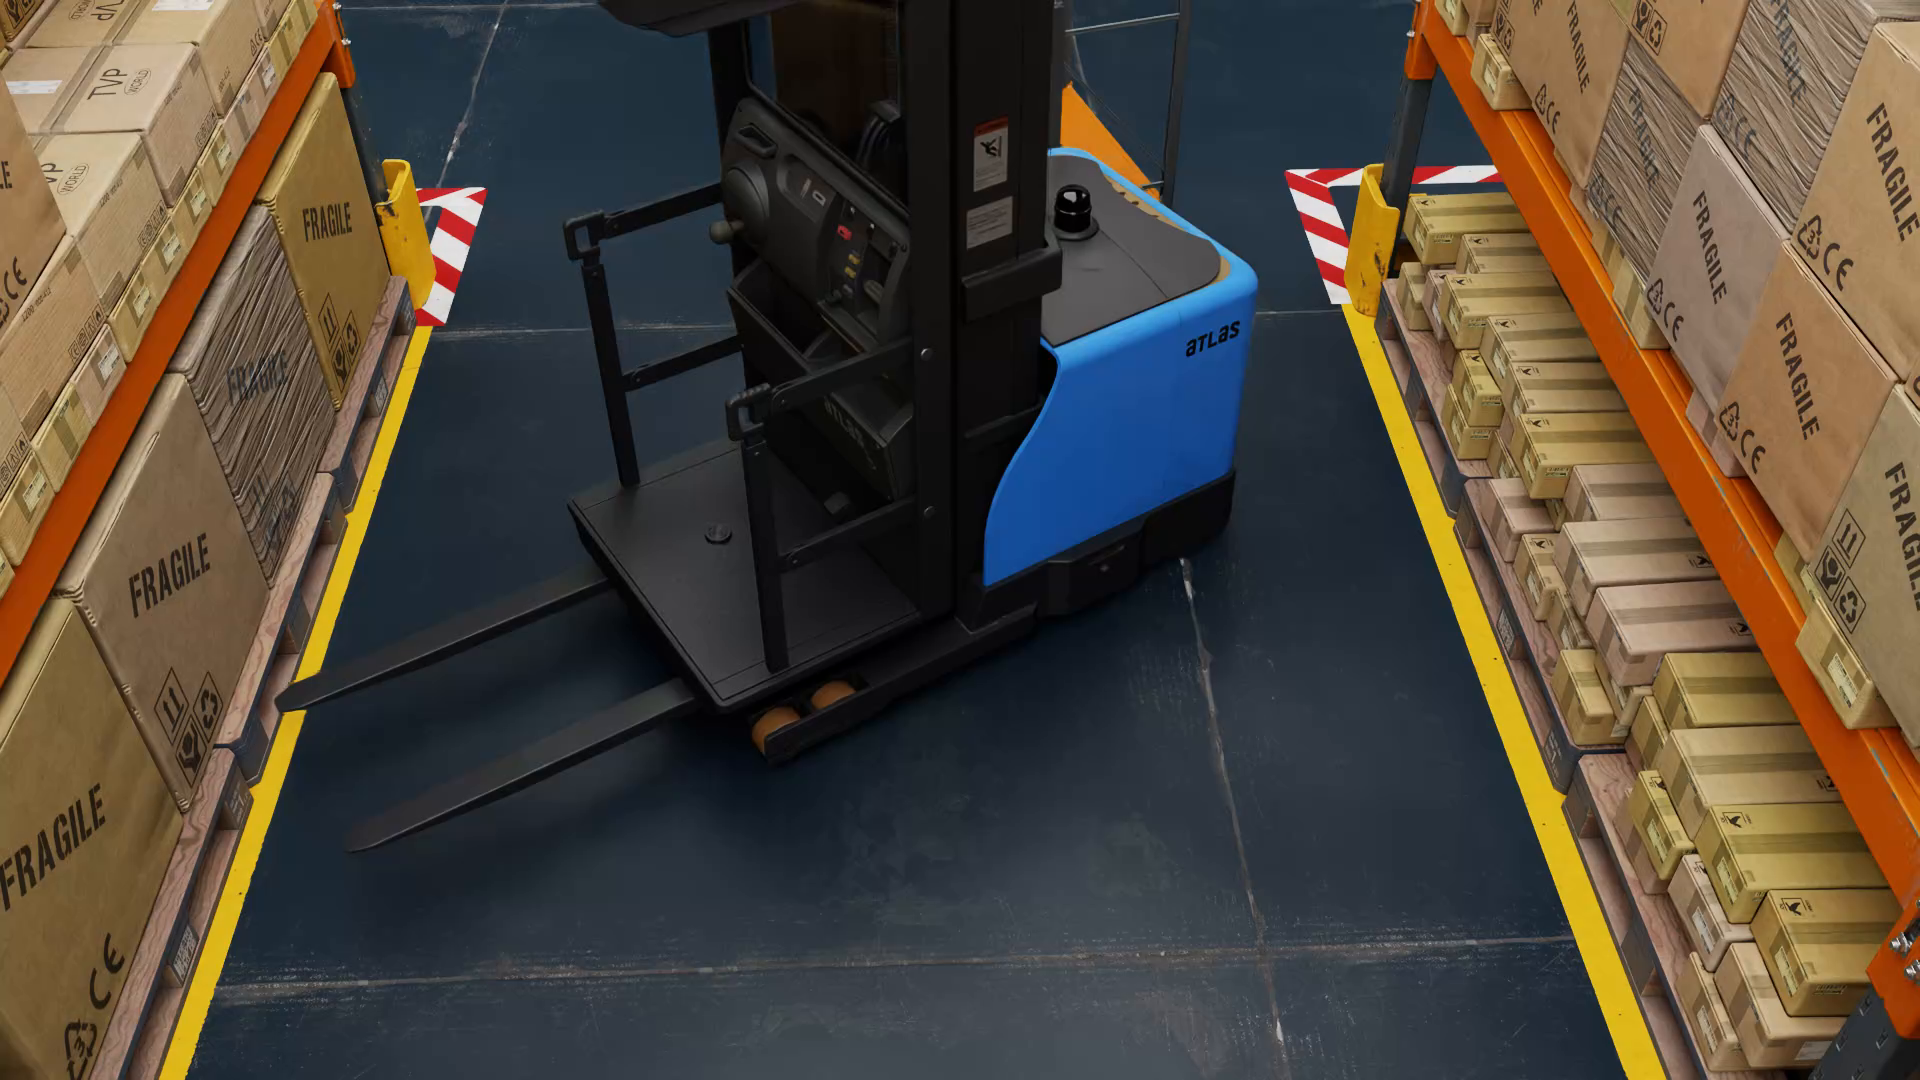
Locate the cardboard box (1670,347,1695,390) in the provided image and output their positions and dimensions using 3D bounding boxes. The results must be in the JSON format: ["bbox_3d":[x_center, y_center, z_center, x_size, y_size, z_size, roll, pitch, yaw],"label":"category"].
[{"bbox_3d":[2.054,-0.469,4.227,0.380,0.149,0.250,-2,43,-2],"label":"cardboard box"}]

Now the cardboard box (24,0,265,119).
[{"bbox_3d":[-2.467,-1.510,5.068,0.500,0.250,0.500,-2,43,-3],"label":"cardboard box"}]

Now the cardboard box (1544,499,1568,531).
[{"bbox_3d":[2.068,-0.161,5.284,0.380,0.149,0.250,0,43,0],"label":"cardboard box"}]

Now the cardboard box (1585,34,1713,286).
[{"bbox_3d":[2.014,-0.992,4.318,0.500,0.500,0.500,-3,43,-3],"label":"cardboard box"}]

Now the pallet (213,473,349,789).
[{"bbox_3d":[-2.612,0.269,5.300,1.003,0.211,1.213,-2,43,-2],"label":"pallet"}]

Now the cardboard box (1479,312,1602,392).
[{"bbox_3d":[1.977,-0.630,5.576,0.380,0.149,0.250,-4,43,-4],"label":"cardboard box"}]

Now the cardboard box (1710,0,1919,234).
[{"bbox_3d":[2.031,-1.011,3.599,0.500,0.500,0.500,-1,43,-1],"label":"cardboard box"}]

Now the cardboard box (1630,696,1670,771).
[{"bbox_3d":[2.060,0.557,4.502,0.380,0.149,0.250,-1,43,-1],"label":"cardboard box"}]

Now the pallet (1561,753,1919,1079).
[{"bbox_3d":[2.292,1.084,4.411,1.003,0.211,1.213,-2,43,-2],"label":"pallet"}]

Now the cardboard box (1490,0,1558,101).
[{"bbox_3d":[1.978,-1.667,5.054,0.500,0.500,0.500,-2,43,-2],"label":"cardboard box"}]

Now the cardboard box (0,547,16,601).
[{"bbox_3d":[-2.307,0.111,3.595,0.380,0.149,0.250,0,43,0],"label":"cardboard box"}]

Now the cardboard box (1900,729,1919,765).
[{"bbox_3d":[2.110,0.415,3.263,0.380,0.149,0.250,-2,43,-2],"label":"cardboard box"}]

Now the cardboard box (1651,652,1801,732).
[{"bbox_3d":[2.080,0.436,4.413,0.380,0.149,0.250,0,43,0],"label":"cardboard box"}]

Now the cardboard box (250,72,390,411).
[{"bbox_3d":[-2.666,-1.060,5.948,0.875,0.875,0.875,-2,43,-2],"label":"cardboard box"}]

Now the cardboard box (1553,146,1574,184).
[{"bbox_3d":[2.018,-1.163,4.984,0.380,0.149,0.250,-2,43,-2],"label":"cardboard box"}]

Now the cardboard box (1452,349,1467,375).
[{"bbox_3d":[1.999,-0.591,5.974,0.380,0.149,0.250,-1,43,-1],"label":"cardboard box"}]

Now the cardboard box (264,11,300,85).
[{"bbox_3d":[-2.417,-1.619,5.482,0.380,0.149,0.250,-1,43,-1],"label":"cardboard box"}]

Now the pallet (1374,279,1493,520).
[{"bbox_3d":[2.189,-0.563,6.208,1.003,0.211,1.213,-2,43,-2],"label":"pallet"}]

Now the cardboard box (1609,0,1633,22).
[{"bbox_3d":[1.968,-1.704,4.355,0.500,0.500,0.500,-3,43,-3],"label":"cardboard box"}]

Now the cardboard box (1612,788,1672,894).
[{"bbox_3d":[1.996,0.795,4.461,0.380,0.149,0.250,-3,43,-3],"label":"cardboard box"}]

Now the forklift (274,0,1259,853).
[{"bbox_3d":[-0.581,-0.824,4.479,3.031,2.935,1.130,-24,48,-24],"label":"forklift"}]

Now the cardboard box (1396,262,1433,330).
[{"bbox_3d":[1.889,-0.933,6.347,0.380,0.149,0.250,-1,43,-1],"label":"cardboard box"}]

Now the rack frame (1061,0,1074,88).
[{"bbox_3d":[0.211,-1.899,6.711,0.500,1.500,0.032,-13,44,-14],"label":"rack frame"}]

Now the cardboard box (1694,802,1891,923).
[{"bbox_3d":[2.031,0.781,4.037,0.380,0.149,0.250,-1,43,-1],"label":"cardboard box"}]

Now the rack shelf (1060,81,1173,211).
[{"bbox_3d":[0.375,-1.441,6.478,0.538,0.185,1.000,-13,44,-14],"label":"rack shelf"}]

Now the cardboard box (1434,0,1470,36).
[{"bbox_3d":[1.873,-1.871,5.757,0.380,0.149,0.250,-2,43,-2],"label":"cardboard box"}]

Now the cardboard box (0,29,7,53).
[{"bbox_3d":[-2.973,-1.430,4.426,0.500,0.500,0.500,-3,43,-3],"label":"cardboard box"}]

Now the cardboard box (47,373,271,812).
[{"bbox_3d":[-2.590,0.156,4.622,0.875,0.875,0.875,-2,43,-2],"label":"cardboard box"}]

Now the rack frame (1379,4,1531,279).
[{"bbox_3d":[2.186,-2.192,5.921,1.000,3.000,0.127,-2,43,-2],"label":"rack frame"}]

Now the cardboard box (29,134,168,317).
[{"bbox_3d":[-2.419,-0.815,4.310,0.500,0.250,0.500,-2,43,-2],"label":"cardboard box"}]

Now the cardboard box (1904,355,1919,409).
[{"bbox_3d":[2.066,-0.316,2.841,0.500,0.500,0.500,-3,43,-3],"label":"cardboard box"}]

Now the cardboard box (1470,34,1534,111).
[{"bbox_3d":[1.883,-1.517,5.371,0.380,0.149,0.250,-3,43,-3],"label":"cardboard box"}]

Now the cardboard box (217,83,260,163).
[{"bbox_3d":[-2.397,-1.280,5.112,0.380,0.149,0.250,-1,43,-1],"label":"cardboard box"}]

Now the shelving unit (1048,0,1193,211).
[{"bbox_3d":[0.372,-1.579,6.363,0.587,1.500,1.083,-13,44,-14],"label":"shelving unit"}]

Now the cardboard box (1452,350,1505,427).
[{"bbox_3d":[1.909,-0.519,5.675,0.380,0.149,0.250,0,43,0],"label":"cardboard box"}]

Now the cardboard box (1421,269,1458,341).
[{"bbox_3d":[1.907,-0.858,6.045,0.380,0.149,0.250,-2,43,-2],"label":"cardboard box"}]

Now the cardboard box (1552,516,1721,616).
[{"bbox_3d":[1.952,0.074,4.808,0.380,0.149,0.250,-3,43,-3],"label":"cardboard box"}]

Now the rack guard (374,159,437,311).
[{"bbox_3d":[-2.774,-1.213,6.703,1.175,0.500,0.348,-2,43,-2],"label":"rack guard"}]

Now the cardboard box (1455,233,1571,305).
[{"bbox_3d":[2.001,-0.969,5.946,0.380,0.149,0.250,-1,43,-1],"label":"cardboard box"}]

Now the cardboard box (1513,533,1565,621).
[{"bbox_3d":[1.968,0.111,5.208,0.380,0.149,0.250,-2,43,-2],"label":"cardboard box"}]

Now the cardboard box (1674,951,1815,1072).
[{"bbox_3d":[1.999,1.150,4.075,0.380,0.149,0.250,-1,43,-1],"label":"cardboard box"}]

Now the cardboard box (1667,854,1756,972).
[{"bbox_3d":[2.001,0.909,4.117,0.380,0.149,0.250,-4,43,-4],"label":"cardboard box"}]

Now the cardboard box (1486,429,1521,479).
[{"bbox_3d":[2.007,-0.246,5.597,0.380,0.149,0.250,-2,43,-2],"label":"cardboard box"}]

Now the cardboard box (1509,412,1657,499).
[{"bbox_3d":[1.945,-0.264,5.177,0.380,0.149,0.250,-1,43,-1],"label":"cardboard box"}]

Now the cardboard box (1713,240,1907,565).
[{"bbox_3d":[2.033,-0.307,3.571,0.500,0.500,0.500,-3,43,-3],"label":"cardboard box"}]

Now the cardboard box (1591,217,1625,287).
[{"bbox_3d":[1.990,-0.820,4.610,0.380,0.149,0.250,0,43,0],"label":"cardboard box"}]

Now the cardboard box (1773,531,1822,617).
[{"bbox_3d":[2.039,0.062,3.648,0.380,0.149,0.250,0,43,0],"label":"cardboard box"}]

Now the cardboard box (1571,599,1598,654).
[{"bbox_3d":[2.038,0.204,4.887,0.380,0.149,0.250,-4,43,-4],"label":"cardboard box"}]

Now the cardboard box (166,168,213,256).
[{"bbox_3d":[-2.373,-0.930,4.730,0.380,0.149,0.250,-1,43,-2],"label":"cardboard box"}]

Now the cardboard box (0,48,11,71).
[{"bbox_3d":[-2.976,-1.150,4.676,0.500,0.250,0.500,-3,43,-3],"label":"cardboard box"}]

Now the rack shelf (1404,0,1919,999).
[{"bbox_3d":[2.271,-0.576,4.691,1.077,0.370,4.000,-2,43,-2],"label":"rack shelf"}]

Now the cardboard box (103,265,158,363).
[{"bbox_3d":[-2.351,-0.586,4.356,0.380,0.149,0.250,-3,43,-3],"label":"cardboard box"}]

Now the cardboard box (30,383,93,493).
[{"bbox_3d":[-2.331,-0.239,3.977,0.380,0.149,0.250,-2,43,-2],"label":"cardboard box"}]

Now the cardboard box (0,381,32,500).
[{"bbox_3d":[-2.378,-0.132,3.565,0.500,0.250,0.500,-2,43,-2],"label":"cardboard box"}]

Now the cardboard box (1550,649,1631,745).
[{"bbox_3d":[1.955,0.451,4.837,0.380,0.149,0.250,-2,43,-2],"label":"cardboard box"}]
